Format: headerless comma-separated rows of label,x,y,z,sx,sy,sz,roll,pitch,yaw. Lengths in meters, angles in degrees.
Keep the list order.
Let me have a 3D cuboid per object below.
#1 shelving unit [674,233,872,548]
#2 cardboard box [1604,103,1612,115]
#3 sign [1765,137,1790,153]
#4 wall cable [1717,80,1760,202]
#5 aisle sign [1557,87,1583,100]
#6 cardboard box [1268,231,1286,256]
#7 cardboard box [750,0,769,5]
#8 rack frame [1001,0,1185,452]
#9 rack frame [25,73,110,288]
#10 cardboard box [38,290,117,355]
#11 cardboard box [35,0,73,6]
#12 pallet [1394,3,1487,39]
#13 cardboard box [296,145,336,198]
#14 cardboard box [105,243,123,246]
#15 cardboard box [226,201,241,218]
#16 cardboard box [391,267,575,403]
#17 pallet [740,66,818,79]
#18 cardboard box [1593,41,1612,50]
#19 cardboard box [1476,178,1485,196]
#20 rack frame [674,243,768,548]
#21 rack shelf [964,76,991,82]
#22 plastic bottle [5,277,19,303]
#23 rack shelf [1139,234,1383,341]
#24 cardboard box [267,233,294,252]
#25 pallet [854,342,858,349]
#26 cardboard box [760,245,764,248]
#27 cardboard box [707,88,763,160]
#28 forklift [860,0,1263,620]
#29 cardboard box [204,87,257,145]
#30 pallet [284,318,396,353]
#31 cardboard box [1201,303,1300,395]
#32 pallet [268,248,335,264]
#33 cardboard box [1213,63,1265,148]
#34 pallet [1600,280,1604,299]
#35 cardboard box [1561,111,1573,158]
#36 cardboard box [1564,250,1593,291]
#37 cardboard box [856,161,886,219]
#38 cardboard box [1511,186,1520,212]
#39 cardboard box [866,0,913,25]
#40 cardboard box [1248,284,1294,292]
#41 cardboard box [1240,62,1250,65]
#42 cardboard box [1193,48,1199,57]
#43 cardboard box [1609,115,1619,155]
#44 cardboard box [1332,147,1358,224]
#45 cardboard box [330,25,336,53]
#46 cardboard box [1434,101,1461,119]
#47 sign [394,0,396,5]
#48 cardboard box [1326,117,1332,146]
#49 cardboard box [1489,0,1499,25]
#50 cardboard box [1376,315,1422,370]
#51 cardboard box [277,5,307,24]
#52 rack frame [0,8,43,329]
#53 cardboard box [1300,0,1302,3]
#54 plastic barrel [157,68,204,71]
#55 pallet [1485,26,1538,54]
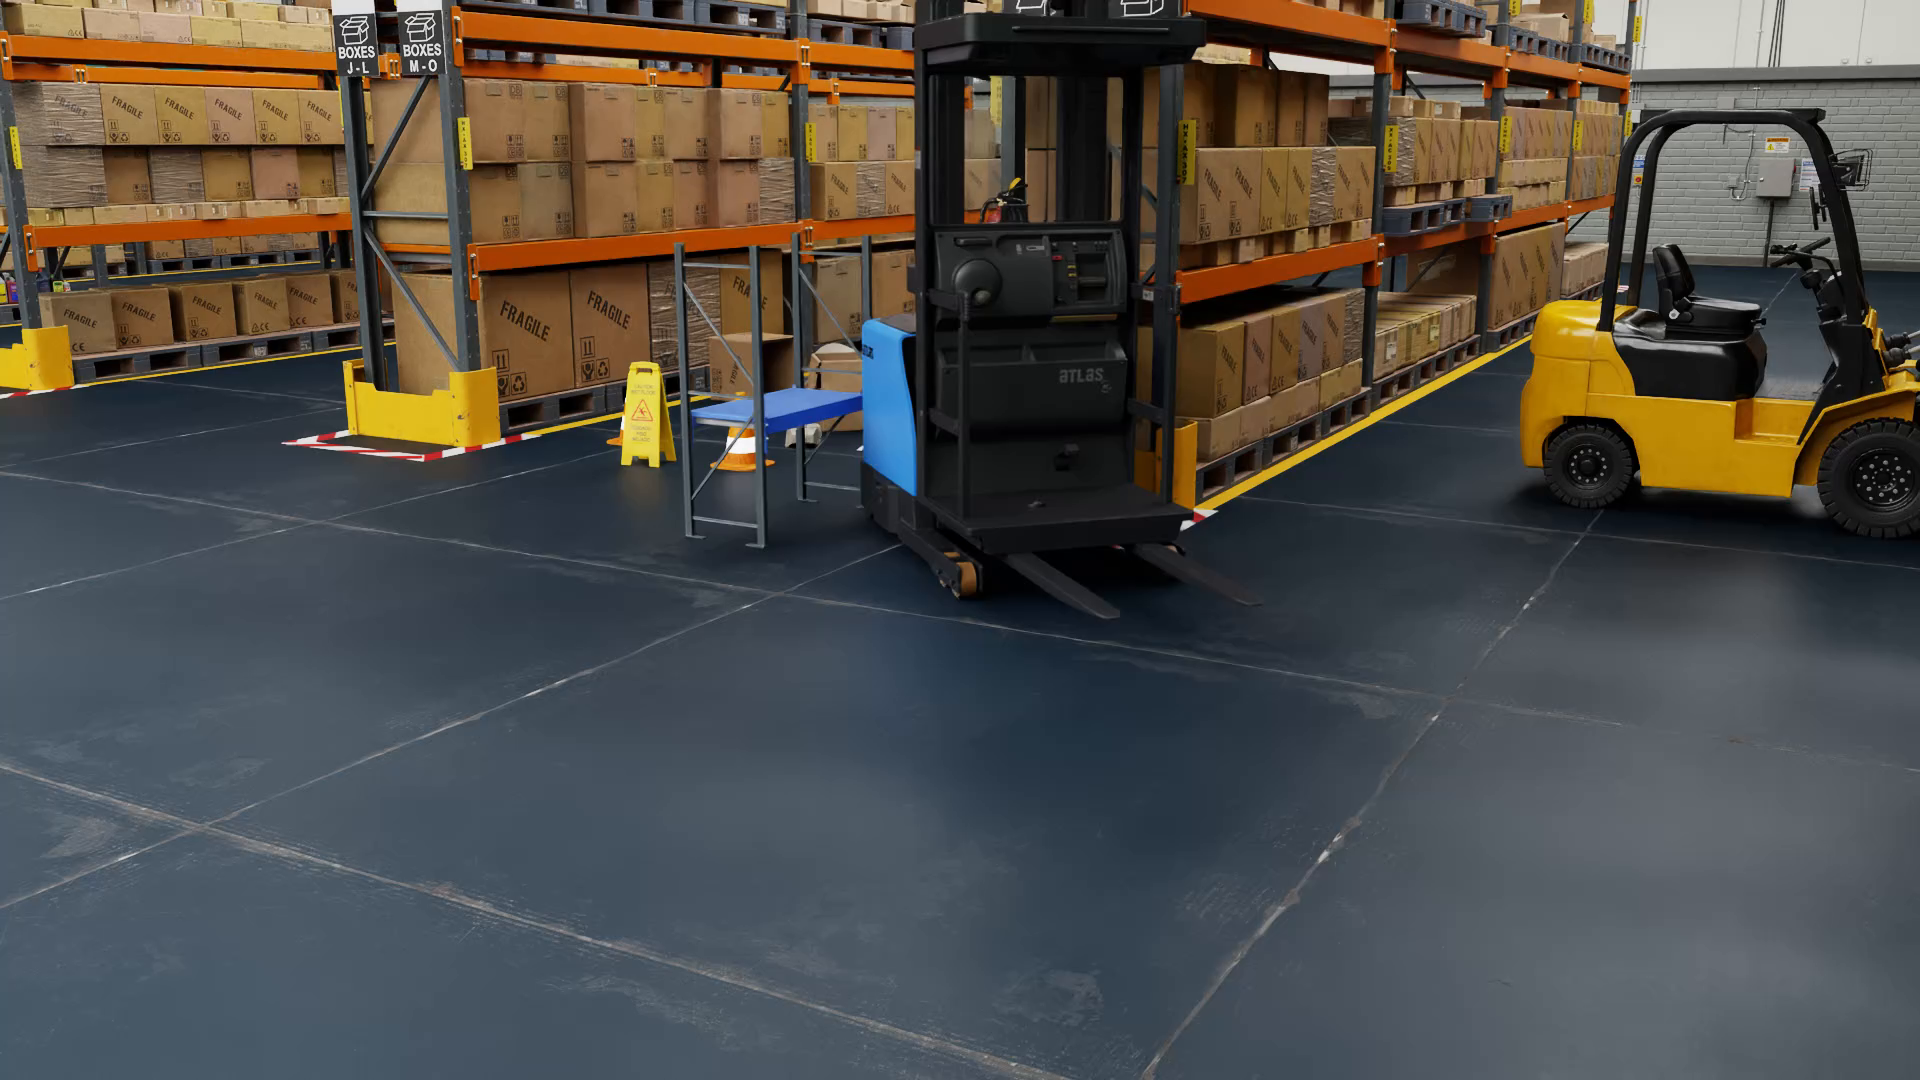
shelving unit,-0.947,-0.824,8.752,0.538,1.500,1.048,7,15,28
cardboard box,8.114,-5.510,21.257,0.380,0.149,0.250,8,16,29
sign,12.948,-6.262,26.347,0.339,0.242,0.001,7,15,28
wall cable,12.375,-6.416,26.577,0.588,1.984,0.122,7,15,28
aisle sign,8.204,-6.232,22.436,0.394,0.787,0.004,7,15,28
cardboard box,1.829,-1.876,10.451,0.380,0.149,0.250,7,15,27
cardboard box,-1.778,-4.425,13.513,0.380,0.149,0.250,8,16,29
rack frame,0.688,-1.638,8.927,1.000,3.000,0.127,7,15,28
rack frame,-10.389,-4.142,19.316,1.000,3.000,0.127,7,15,28
cardboard box,-7.671,-1.876,14.352,0.500,0.500,0.500,11,17,38
cardboard box,-7.442,-4.412,13.504,0.380,0.149,0.250,8,16,29
pallet,3.512,-4.153,13.361,1.213,0.211,1.003,7,15,28
cardboard box,-6.598,-3.591,16.179,0.875,0.500,0.500,7,15,28
cardboard box,-12.828,-4.530,24.697,0.500,0.311,0.500,8,16,30
cardboard box,-6.826,-3.033,15.250,0.380,0.149,0.250,7,15,28
cardboard box,-3.424,-1.496,11.975,0.875,0.875,0.875,7,15,28
pallet,-2.586,-6.394,22.664,0.805,0.209,1.217,7,15,26
cardboard box,8.151,-6.312,21.340,0.380,0.149,0.250,6,15,24
cardboard box,4.454,-3.147,14.828,0.380,0.149,0.250,7,15,28
rack frame,-1.193,-0.720,8.319,0.500,1.500,0.032,7,15,28
rack shelf,1.140,-5.338,19.410,1.077,0.370,4.000,7,15,28
plastic bottle,-10.583,-2.793,18.578,0.061,0.283,0.133,9,16,32
rack shelf,1.655,-1.698,10.713,1.077,0.370,4.000,7,15,28
cardboard box,-11.333,-5.007,27.299,0.500,0.500,0.500,8,16,29
pallet,-0.865,-2.061,16.632,1.003,0.211,1.213,7,15,28
cardboard box,-3.330,-3.894,21.925,1.225,0.875,0.875,7,15,28
cardboard box,-2.133,-3.399,13.607,0.875,0.550,0.550,7,15,28
forklift,0.404,-1.270,7.548,1.130,2.935,3.031,-4,14,-18
cardboard box,-6.758,-3.830,15.037,0.500,0.500,0.500,7,15,28
pallet,-6.347,-2.084,16.727,1.003,0.211,1.213,7,15,28
cardboard box,1.829,-1.219,10.559,0.500,0.500,0.500,8,16,29
pallet,-11.216,-4.819,28.072,1.003,0.211,1.213,7,15,28
cardboard box,1.514,-2.753,10.569,0.700,0.500,0.500,7,15,28
pallet,8.105,-3.392,22.153,1.003,0.211,1.213,7,15,28
cardboard box,6.493,-4.514,18.512,0.500,0.500,0.500,8,16,30
cardboard box,7.319,-3.359,20.636,0.875,0.438,0.875,7,15,26
cardboard box,-1.027,-3.228,15.311,0.500,0.500,0.500,8,15,28
cardboard box,5.245,-3.385,16.496,0.500,0.250,0.500,7,15,26
cardboard box,-0.670,-5.004,15.667,0.396,0.266,0.258,7,15,28
cardboard box,2.100,-1.600,12.141,0.500,0.500,0.500,8,16,31
cardboard box,3.812,-6.617,23.500,0.500,0.250,0.500,7,15,28
cardboard box,2.795,-6.442,21.706,0.500,0.250,0.500,7,15,28
cardboard box,8.171,-5.219,21.433,0.500,0.500,0.500,7,15,28
cardboard box,2.382,-2.426,11.348,0.500,0.500,0.500,8,16,30
cardboard box,-6.045,-4.843,16.144,0.500,0.250,0.500,8,16,30
cardboard box,4.011,-3.624,14.038,0.380,0.149,0.250,7,15,25
sign,-5.575,-5.231,16.328,0.100,0.325,0.005,7,15,28
cardboard box,2.644,-2.977,12.736,0.500,0.500,0.500,7,15,27
cardboard box,4.868,-5.215,16.254,0.700,0.500,0.500,7,15,25
cardboard box,3.218,-1.641,13.651,0.950,0.372,0.625,9,16,32
cardboard box,-6.323,-4.896,15.510,0.380,0.149,0.250,7,15,26
rack frame,-7.987,-2.761,13.584,1.000,3.000,0.127,7,15,28
cardboard box,1.905,-3.389,10.326,0.380,0.149,0.250,7,15,28
plastic barrel,-9.701,-6.242,20.554,0.600,0.901,0.708,7,15,28
pallet,4.820,-4.784,15.978,1.213,0.211,1.003,8,16,31
